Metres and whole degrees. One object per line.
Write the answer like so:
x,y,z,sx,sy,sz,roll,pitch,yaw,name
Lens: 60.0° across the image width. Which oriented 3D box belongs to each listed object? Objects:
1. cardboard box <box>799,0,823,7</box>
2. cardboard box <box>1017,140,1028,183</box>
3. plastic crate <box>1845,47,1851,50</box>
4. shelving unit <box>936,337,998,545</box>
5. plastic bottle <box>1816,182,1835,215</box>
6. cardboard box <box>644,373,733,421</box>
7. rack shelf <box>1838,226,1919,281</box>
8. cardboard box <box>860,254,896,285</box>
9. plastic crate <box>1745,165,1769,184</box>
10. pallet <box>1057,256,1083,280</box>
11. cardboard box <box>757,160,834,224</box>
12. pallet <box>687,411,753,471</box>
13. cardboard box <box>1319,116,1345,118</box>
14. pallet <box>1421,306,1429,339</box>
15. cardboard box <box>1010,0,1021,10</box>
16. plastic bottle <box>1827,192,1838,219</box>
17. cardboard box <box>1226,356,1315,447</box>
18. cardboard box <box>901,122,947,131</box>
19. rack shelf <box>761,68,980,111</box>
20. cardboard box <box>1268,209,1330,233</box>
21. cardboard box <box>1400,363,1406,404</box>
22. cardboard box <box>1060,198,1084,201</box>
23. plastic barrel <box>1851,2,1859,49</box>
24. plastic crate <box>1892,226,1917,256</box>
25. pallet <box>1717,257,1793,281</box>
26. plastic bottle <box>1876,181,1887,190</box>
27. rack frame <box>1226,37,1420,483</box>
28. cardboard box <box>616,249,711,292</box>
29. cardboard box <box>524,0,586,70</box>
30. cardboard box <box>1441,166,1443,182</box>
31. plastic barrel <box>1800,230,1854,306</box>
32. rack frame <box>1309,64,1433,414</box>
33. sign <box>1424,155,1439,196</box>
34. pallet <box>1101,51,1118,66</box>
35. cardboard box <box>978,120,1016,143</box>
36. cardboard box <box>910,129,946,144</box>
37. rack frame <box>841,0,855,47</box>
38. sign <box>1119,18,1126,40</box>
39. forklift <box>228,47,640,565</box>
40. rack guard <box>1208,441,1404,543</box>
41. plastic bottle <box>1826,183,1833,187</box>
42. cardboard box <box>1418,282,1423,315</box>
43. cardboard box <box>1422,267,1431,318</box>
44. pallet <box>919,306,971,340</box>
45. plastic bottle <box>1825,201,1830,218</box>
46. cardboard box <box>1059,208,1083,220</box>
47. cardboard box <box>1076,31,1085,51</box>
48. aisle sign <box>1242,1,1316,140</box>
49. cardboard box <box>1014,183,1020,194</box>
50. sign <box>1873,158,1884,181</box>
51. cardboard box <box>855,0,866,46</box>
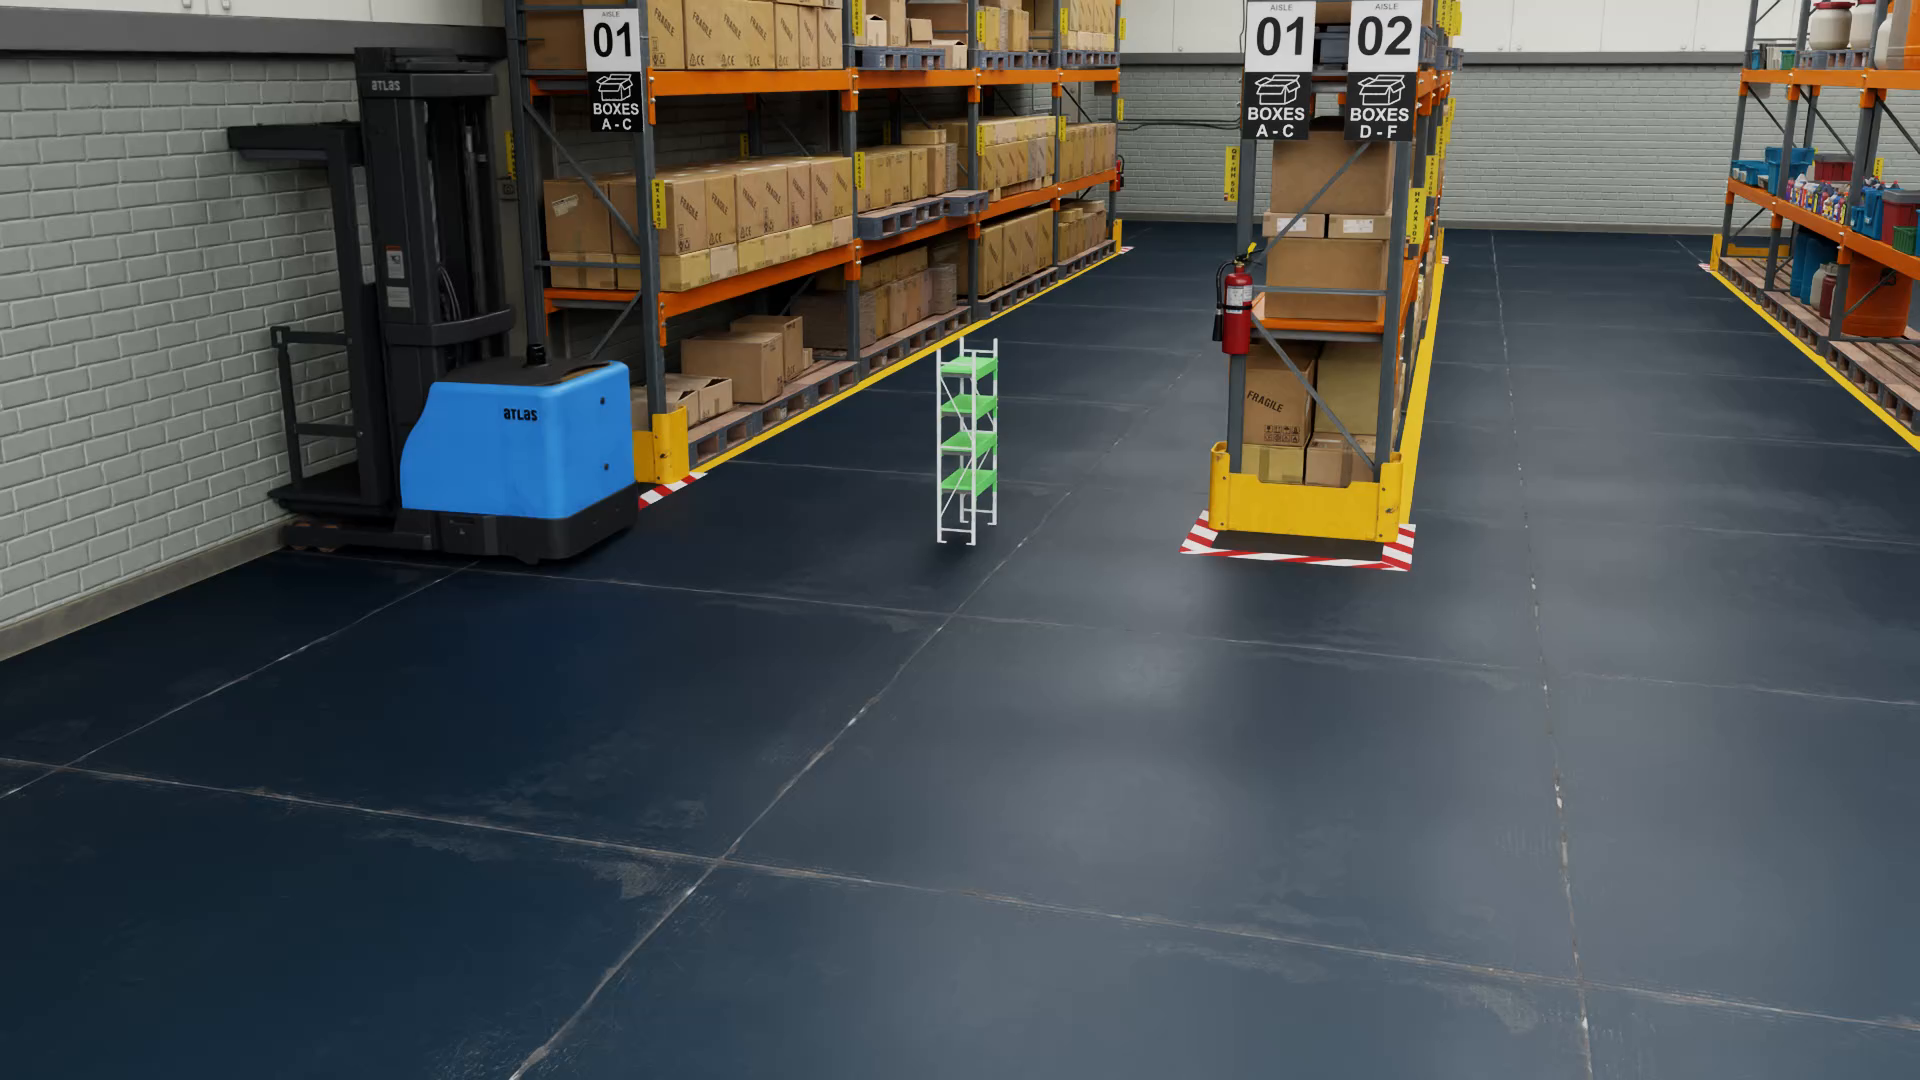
-1.456,-4.634,13.620,0.500,0.500,0.500,6,17,19,cardboard box
0.533,-4.707,20.661,0.500,0.500,0.500,5,17,17,cardboard box
10.960,-5.958,20.580,0.497,0.269,0.590,5,16,16,plastic crate
0.047,-0.621,10.318,0.258,1.200,0.503,5,16,16,shelving unit
9.324,-3.680,17.897,0.144,0.351,0.185,5,16,16,plastic bottle
-2.119,-1.144,12.986,0.500,0.311,0.500,6,17,20,cardboard box
8.639,-2.358,14.464,1.077,0.370,4.000,5,16,16,rack shelf
-0.968,-2.765,16.980,0.500,0.250,0.500,4,16,14,cardboard box
10.721,-4.885,22.252,0.416,0.233,0.300,5,16,16,plastic crate
1.137,-3.893,23.669,1.003,0.211,1.213,5,16,16,pallet
-1.402,-2.969,14.163,0.500,0.500,0.500,5,16,16,cardboard box
-2.278,-0.791,12.730,1.003,0.211,1.213,5,16,16,pallet
3.203,-3.122,13.277,0.700,0.500,0.500,5,17,16,cardboard box
4.708,-2.463,18.627,1.003,0.211,1.213,5,16,16,pallet
0.470,-6.886,21.248,0.500,0.250,0.500,6,17,20,cardboard box
9.140,-3.495,17.391,0.097,0.271,0.097,0,16,0,plastic bottle
2.053,-0.923,10.981,0.500,0.500,0.500,5,16,16,cardboard box
-0.410,-4.696,19.249,0.500,0.250,0.500,5,17,17,cardboard box
-0.859,-4.569,16.763,1.077,0.370,4.000,5,16,16,rack shelf
2.185,-2.063,10.733,0.380,0.149,0.250,5,17,17,cardboard box
3.401,-1.307,13.709,0.500,0.250,0.500,5,16,16,cardboard box
1.723,-5.257,25.991,0.380,0.149,0.250,5,17,16,cardboard box
10.280,-5.755,18.511,0.600,0.588,0.600,0,16,0,plastic barrel
8.295,-2.556,14.234,0.450,0.188,0.662,5,16,16,plastic crate
11.210,-3.766,23.220,1.003,0.211,1.213,5,16,16,pallet
9.900,-3.673,17.871,0.144,0.351,0.185,5,16,16,plastic bottle
2.186,-1.519,10.189,1.000,3.000,0.127,5,16,16,rack frame
-2.121,-1.943,11.921,0.500,0.250,0.500,4,16,14,cardboard box
-2.688,-3.532,11.569,0.500,0.500,0.500,6,17,20,cardboard box
6.433,-5.217,23.043,0.500,0.500,0.500,4,16,15,cardboard box
9.972,-3.140,18.979,0.600,0.901,0.708,5,16,16,plastic barrel
3.323,-2.566,13.879,1.000,3.000,0.127,5,16,16,rack frame
3.856,-2.978,13.600,0.100,0.325,0.005,5,16,16,sign
1.782,-7.294,25.214,1.003,0.211,1.213,5,16,16,pallet
0.376,-4.928,20.066,0.500,0.250,0.500,5,17,16,cardboard box
-0.360,-4.475,18.431,0.380,0.149,0.250,2,16,9,cardboard box
-1.427,-5.835,14.411,1.000,3.000,0.127,5,16,16,rack frame
2.499,-7.874,25.618,0.100,0.325,0.005,5,16,16,sign
-3.608,-1.468,10.132,3.031,2.935,1.130,4,16,15,forklift
2.180,-0.311,10.508,1.175,0.500,0.348,5,16,16,rack guard
9.730,-3.869,18.699,0.152,0.276,0.135,5,16,16,plastic bottle
4.406,-2.469,16.778,0.500,0.311,0.500,4,16,15,cardboard box
4.863,-2.718,18.191,0.500,0.500,0.500,5,17,18,cardboard box
-0.514,-2.450,18.579,1.003,0.211,1.213,5,16,16,pallet
9.168,-3.487,17.491,0.097,0.201,0.097,0,16,0,plastic bottle
1.577,-4.753,24.213,0.380,0.149,0.250,4,16,14,cardboard box
1.454,-6.956,23.180,0.500,0.250,0.500,4,16,15,cardboard box
1.886,-2.776,9.854,0.394,0.787,0.004,5,16,16,aisle sign
0.532,-4.423,20.849,0.380,0.149,0.250,5,17,18,cardboard box
10.871,-4.364,19.710,0.100,0.325,0.005,5,16,16,sign
-1.195,-4.779,15.232,0.500,0.500,0.500,7,17,24,cardboard box
